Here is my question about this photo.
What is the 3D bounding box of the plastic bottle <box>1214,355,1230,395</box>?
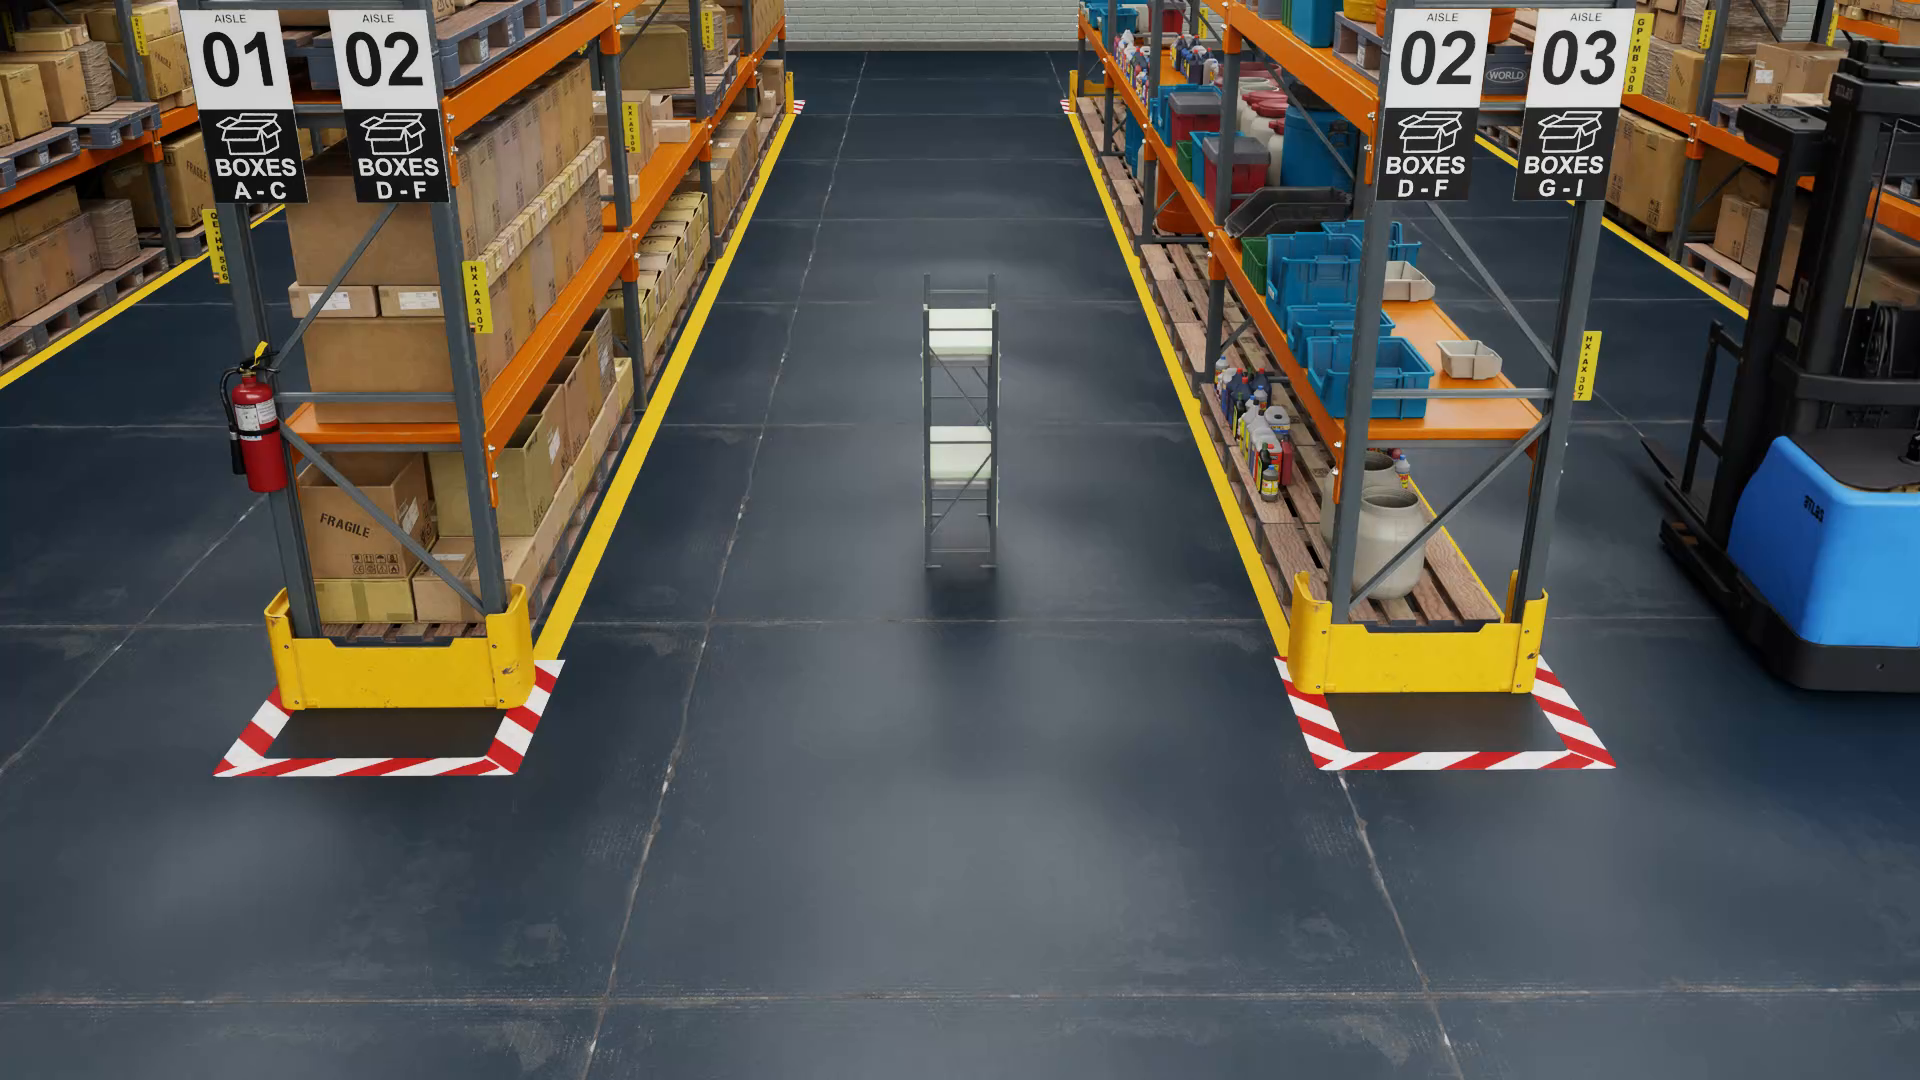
[{"bbox_3d":[1.795,-1.131,11.388,0.097,0.271,0.097,0,24,0],"label":"plastic bottle"}]

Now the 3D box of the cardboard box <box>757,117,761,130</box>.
[{"bbox_3d":[-2.619,-5.023,20.120,0.380,0.166,0.250,0,24,-1],"label":"cardboard box"}]

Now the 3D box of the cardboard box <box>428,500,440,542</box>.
[{"bbox_3d":[-2.999,-0.002,8.943,0.500,0.250,0.500,0,24,-1],"label":"cardboard box"}]

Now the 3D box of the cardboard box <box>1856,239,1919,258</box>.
[{"bbox_3d":[7.204,-2.071,13.189,0.700,0.500,0.500,-2,24,-5],"label":"cardboard box"}]

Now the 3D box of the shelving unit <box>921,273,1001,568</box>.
[{"bbox_3d":[0.000,-0.681,9.435,0.431,1.500,0.755,0,24,-1],"label":"shelving unit"}]

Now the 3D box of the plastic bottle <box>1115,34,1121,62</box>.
[{"bbox_3d":[1.721,-5.343,18.064,0.061,0.283,0.133,0,24,-1],"label":"plastic bottle"}]

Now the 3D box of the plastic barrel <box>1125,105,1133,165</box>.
[{"bbox_3d":[2.131,-4.615,18.350,0.600,0.901,0.708,0,24,-1],"label":"plastic barrel"}]

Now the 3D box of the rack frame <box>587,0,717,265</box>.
[{"bbox_3d":[-2.767,-3.935,14.810,1.000,3.000,0.127,0,24,-1],"label":"rack frame"}]

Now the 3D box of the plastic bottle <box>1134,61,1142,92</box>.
[{"bbox_3d":[1.742,-4.538,16.286,0.061,0.283,0.133,0,24,-1],"label":"plastic bottle"}]

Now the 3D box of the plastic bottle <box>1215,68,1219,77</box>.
[{"bbox_3d":[2.521,-4.465,16.139,0.097,0.271,0.097,0,24,0],"label":"plastic bottle"}]

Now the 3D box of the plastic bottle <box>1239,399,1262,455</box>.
[{"bbox_3d":[1.830,-0.713,10.368,0.144,0.351,0.185,0,24,-1],"label":"plastic bottle"}]

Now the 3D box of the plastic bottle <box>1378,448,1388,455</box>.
[{"bbox_3d":[2.561,-0.506,10.006,0.097,0.271,0.097,0,24,0],"label":"plastic bottle"}]

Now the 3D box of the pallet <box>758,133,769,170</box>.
[{"bbox_3d":[-2.817,-4.595,19.655,1.003,0.211,1.213,0,24,-1],"label":"pallet"}]

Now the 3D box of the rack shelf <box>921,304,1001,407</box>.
[{"bbox_3d":[0.000,-1.036,9.274,0.431,0.370,0.720,0,24,-1],"label":"rack shelf"}]

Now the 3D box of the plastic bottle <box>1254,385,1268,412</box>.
[{"bbox_3d":[1.946,-0.871,10.813,0.097,0.271,0.097,0,24,0],"label":"plastic bottle"}]

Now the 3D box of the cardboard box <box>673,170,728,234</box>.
[{"bbox_3d":[-2.486,-3.185,15.652,0.500,0.500,0.500,1,24,2],"label":"cardboard box"}]

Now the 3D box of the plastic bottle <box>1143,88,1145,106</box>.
[{"bbox_3d":[1.769,-4.173,15.577,0.097,0.201,0.097,0,24,0],"label":"plastic bottle"}]

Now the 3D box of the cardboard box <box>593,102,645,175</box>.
[{"bbox_3d":[-2.727,-3.072,12.781,0.500,0.500,0.500,0,24,0],"label":"cardboard box"}]

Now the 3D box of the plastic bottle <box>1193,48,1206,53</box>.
[{"bbox_3d":[2.481,-4.973,17.255,0.152,0.276,0.135,0,24,-1],"label":"plastic bottle"}]

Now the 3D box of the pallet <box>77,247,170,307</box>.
[{"bbox_3d":[-7.714,-2.318,14.620,1.003,0.211,1.213,0,24,-1],"label":"pallet"}]

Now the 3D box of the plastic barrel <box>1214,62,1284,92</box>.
[{"bbox_3d":[2.494,-3.828,14.408,0.600,0.536,0.708,0,24,-1],"label":"plastic barrel"}]

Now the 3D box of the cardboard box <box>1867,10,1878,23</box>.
[{"bbox_3d":[11.821,-6.684,21.193,0.380,0.149,0.250,1,24,2],"label":"cardboard box"}]

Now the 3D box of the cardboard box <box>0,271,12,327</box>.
[{"bbox_3d":[-7.757,-1.840,12.678,0.700,0.500,0.500,-1,24,-2],"label":"cardboard box"}]

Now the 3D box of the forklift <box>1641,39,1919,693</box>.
[{"bbox_3d":[4.616,-1.162,8.763,1.130,2.935,3.031,1,24,3],"label":"forklift"}]

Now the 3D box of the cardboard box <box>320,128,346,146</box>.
[{"bbox_3d":[-7.670,-4.920,19.513,0.700,0.500,0.500,0,24,0],"label":"cardboard box"}]

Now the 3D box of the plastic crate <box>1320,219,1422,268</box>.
[{"bbox_3d":[2.513,-1.785,10.237,0.499,0.251,0.616,0,24,-1],"label":"plastic crate"}]

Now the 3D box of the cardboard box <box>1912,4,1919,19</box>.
[{"bbox_3d":[11.759,-6.405,19.789,0.500,0.500,0.500,0,24,-1],"label":"cardboard box"}]

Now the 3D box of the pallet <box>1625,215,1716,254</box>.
[{"bbox_3d":[7.205,-3.033,16.199,1.003,0.211,1.213,0,24,-1],"label":"pallet"}]

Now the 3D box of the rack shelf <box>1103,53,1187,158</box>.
[{"bbox_3d":[2.164,-4.452,16.826,1.077,0.370,4.000,0,24,-1],"label":"rack shelf"}]

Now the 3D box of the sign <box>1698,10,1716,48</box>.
[{"bbox_3d":[6.584,-4.502,14.658,0.100,0.325,0.005,0,24,-1],"label":"sign"}]

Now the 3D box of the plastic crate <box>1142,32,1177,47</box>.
[{"bbox_3d":[2.280,-5.703,18.968,0.396,0.136,0.243,0,24,-1],"label":"plastic crate"}]

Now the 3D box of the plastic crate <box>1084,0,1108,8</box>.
[{"bbox_3d":[1.779,-6.829,21.339,0.416,0.233,0.300,0,24,-1],"label":"plastic crate"}]

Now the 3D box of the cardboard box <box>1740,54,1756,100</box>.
[{"bbox_3d":[7.405,-4.225,15.330,0.500,0.500,0.500,0,24,1],"label":"cardboard box"}]

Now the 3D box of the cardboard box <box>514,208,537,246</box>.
[{"bbox_3d":[-2.485,-1.673,8.900,0.380,0.149,0.250,-1,24,-1],"label":"cardboard box"}]

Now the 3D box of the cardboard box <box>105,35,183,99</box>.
[{"bbox_3d":[-7.470,-4.303,15.117,0.500,0.500,0.500,0,24,1],"label":"cardboard box"}]

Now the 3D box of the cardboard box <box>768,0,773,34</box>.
[{"bbox_3d":[-2.563,-6.467,20.287,0.500,0.500,0.500,-1,24,-1],"label":"cardboard box"}]

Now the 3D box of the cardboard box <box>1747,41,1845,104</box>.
[{"bbox_3d":[7.184,-3.992,14.306,0.500,0.500,0.500,-3,25,-7],"label":"cardboard box"}]

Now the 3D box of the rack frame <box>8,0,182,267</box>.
[{"bbox_3d":[-7.721,-3.911,14.757,1.000,3.000,0.127,0,24,-1],"label":"rack frame"}]

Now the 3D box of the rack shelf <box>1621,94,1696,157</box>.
[{"bbox_3d":[7.117,-4.474,16.876,1.077,0.370,4.000,0,24,-1],"label":"rack shelf"}]

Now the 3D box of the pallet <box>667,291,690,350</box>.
[{"bbox_3d":[-2.787,-1.823,13.526,1.003,0.211,1.213,0,24,-1],"label":"pallet"}]

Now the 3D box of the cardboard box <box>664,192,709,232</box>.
[{"bbox_3d":[-2.515,-2.914,14.700,0.500,0.311,0.500,0,24,1],"label":"cardboard box"}]

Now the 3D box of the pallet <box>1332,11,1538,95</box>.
[{"bbox_3d":[2.362,-2.281,7.743,1.003,0.211,1.213,0,24,-1],"label":"pallet"}]

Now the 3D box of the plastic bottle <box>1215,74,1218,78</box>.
[{"bbox_3d":[2.465,-4.315,15.807,0.097,0.271,0.097,0,24,0],"label":"plastic bottle"}]

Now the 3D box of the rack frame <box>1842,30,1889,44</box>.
[{"bbox_3d":[12.012,-7.255,22.151,1.000,3.000,0.127,0,24,-1],"label":"rack frame"}]

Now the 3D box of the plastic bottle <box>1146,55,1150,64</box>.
[{"bbox_3d":[1.899,-4.748,16.765,0.097,0.271,0.097,0,24,0],"label":"plastic bottle"}]

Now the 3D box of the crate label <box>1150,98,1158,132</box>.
[{"bbox_3d":[1.816,-3.704,14.503,0.303,0.233,0.416,0,24,-1],"label":"crate label"}]

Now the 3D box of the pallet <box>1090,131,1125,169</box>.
[{"bbox_3d":[2.095,-4.636,19.745,1.003,0.211,1.213,0,24,-1],"label":"pallet"}]

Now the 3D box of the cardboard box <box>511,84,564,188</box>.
[{"bbox_3d":[-2.701,-2.326,9.557,0.700,0.500,0.500,0,24,-1],"label":"cardboard box"}]

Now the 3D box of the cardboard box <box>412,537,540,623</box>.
[{"bbox_3d":[-2.463,0.201,8.492,0.500,0.250,0.500,0,24,-1],"label":"cardboard box"}]

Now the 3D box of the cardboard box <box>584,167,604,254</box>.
[{"bbox_3d":[-2.712,-2.149,10.741,0.700,0.500,0.500,-1,24,-2],"label":"cardboard box"}]

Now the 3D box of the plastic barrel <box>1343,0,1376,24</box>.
[{"bbox_3d":[2.134,-2.772,7.861,0.600,0.588,0.600,0,24,0],"label":"plastic barrel"}]

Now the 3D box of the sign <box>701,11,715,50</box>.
[{"bbox_3d":[-2.212,-4.466,14.580,0.100,0.325,0.005,0,24,-1],"label":"sign"}]

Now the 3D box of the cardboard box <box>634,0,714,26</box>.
[{"bbox_3d":[-2.958,-5.341,17.288,0.700,0.500,0.500,4,25,8],"label":"cardboard box"}]

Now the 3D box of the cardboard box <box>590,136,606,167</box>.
[{"bbox_3d":[-2.506,-2.517,10.766,0.380,0.149,0.250,0,24,-1],"label":"cardboard box"}]
